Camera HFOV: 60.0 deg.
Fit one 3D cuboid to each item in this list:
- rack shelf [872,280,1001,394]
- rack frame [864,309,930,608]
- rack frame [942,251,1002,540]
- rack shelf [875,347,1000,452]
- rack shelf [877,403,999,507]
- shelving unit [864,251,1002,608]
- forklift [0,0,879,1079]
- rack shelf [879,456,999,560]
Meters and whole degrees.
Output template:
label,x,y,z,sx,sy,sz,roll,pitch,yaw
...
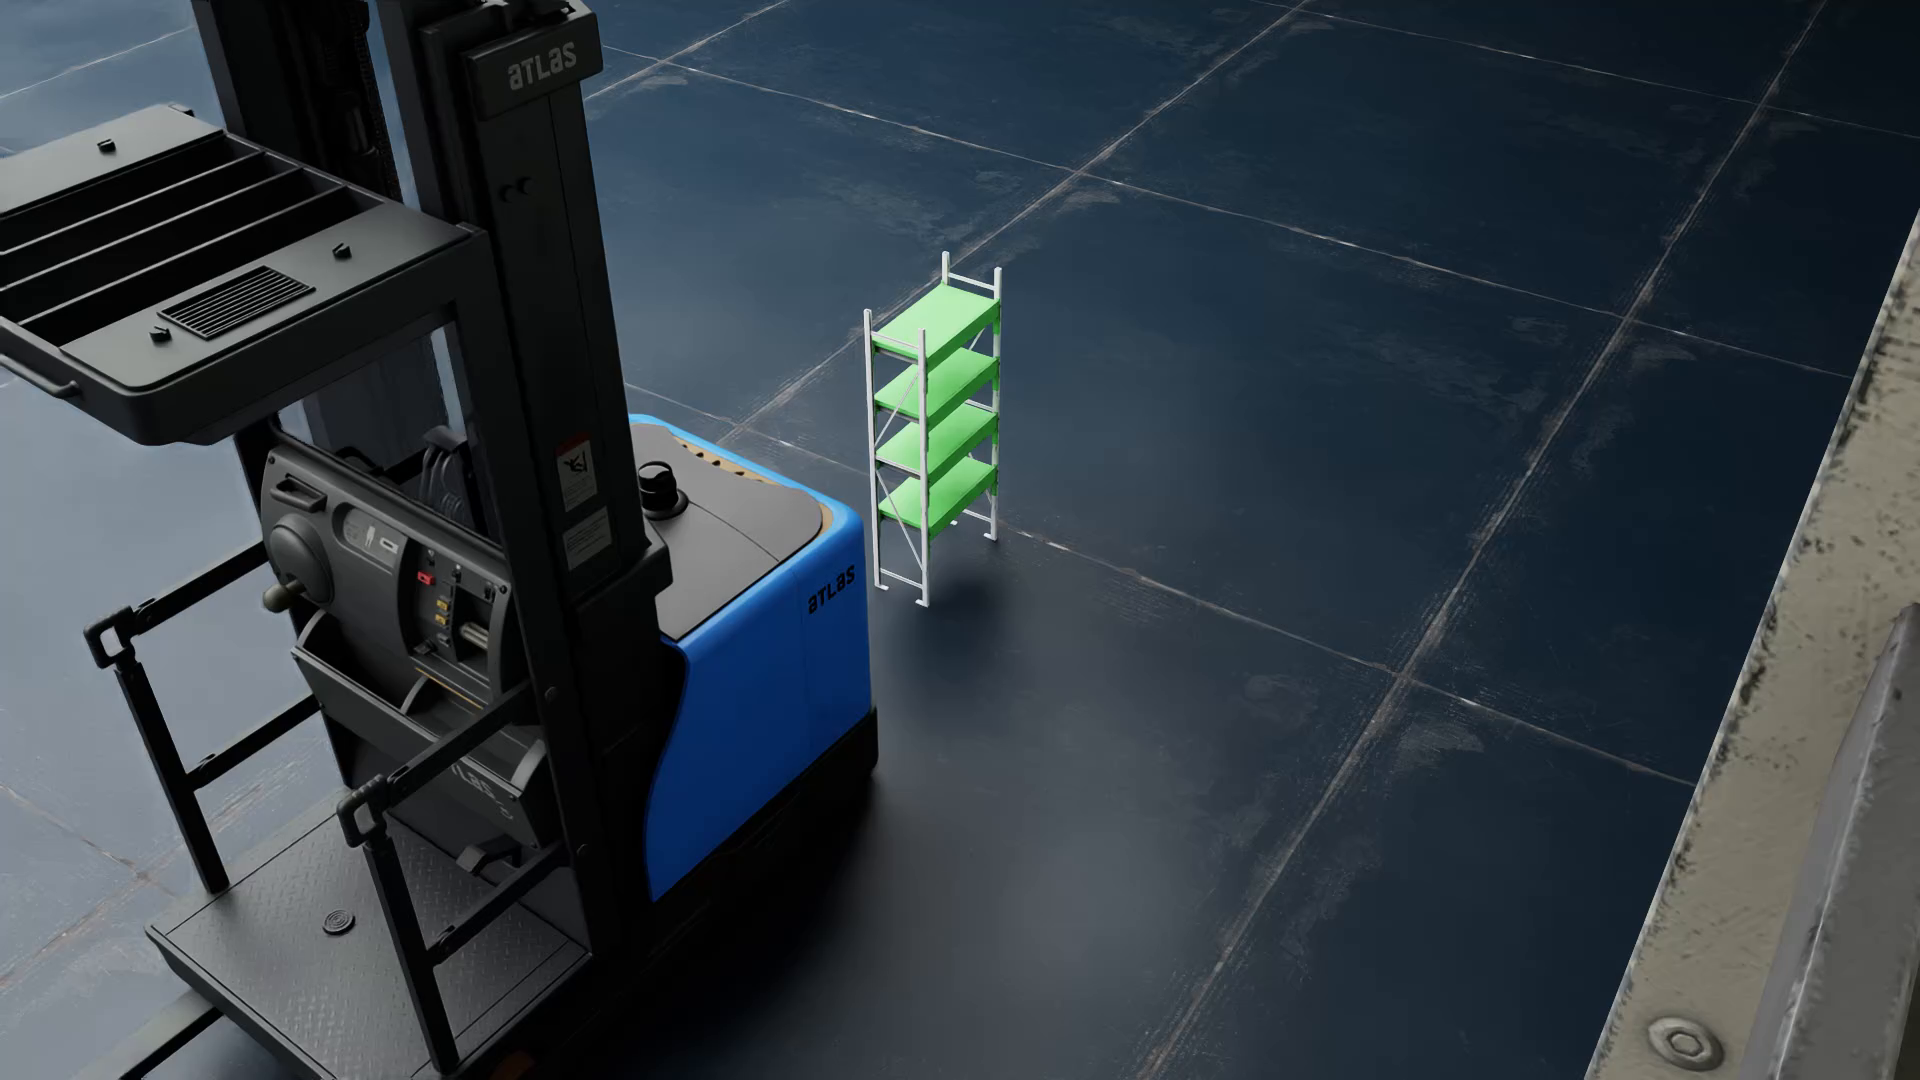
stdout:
label,x,y,z,sx,sy,sz,roll,pitch,yaw
rack shelf,-0.089,-0.719,5.846,0.258,0.148,0.480,21,42,25
rack frame,-0.219,-0.264,5.937,0.240,1.200,0.015,21,42,25
rack frame,0.042,-0.516,6.264,0.240,1.200,0.015,21,42,25
rack shelf,-0.089,-0.529,5.993,0.258,0.148,0.480,21,42,25
rack shelf,-0.089,-0.339,6.139,0.258,0.148,0.480,21,42,25
shelving unit,-0.089,-0.390,6.100,0.258,1.200,0.503,21,42,25
forklift,-1.551,0.155,3.976,1.130,2.935,3.031,24,44,28
rack shelf,-0.089,-0.149,6.286,0.258,0.148,0.480,21,42,25
